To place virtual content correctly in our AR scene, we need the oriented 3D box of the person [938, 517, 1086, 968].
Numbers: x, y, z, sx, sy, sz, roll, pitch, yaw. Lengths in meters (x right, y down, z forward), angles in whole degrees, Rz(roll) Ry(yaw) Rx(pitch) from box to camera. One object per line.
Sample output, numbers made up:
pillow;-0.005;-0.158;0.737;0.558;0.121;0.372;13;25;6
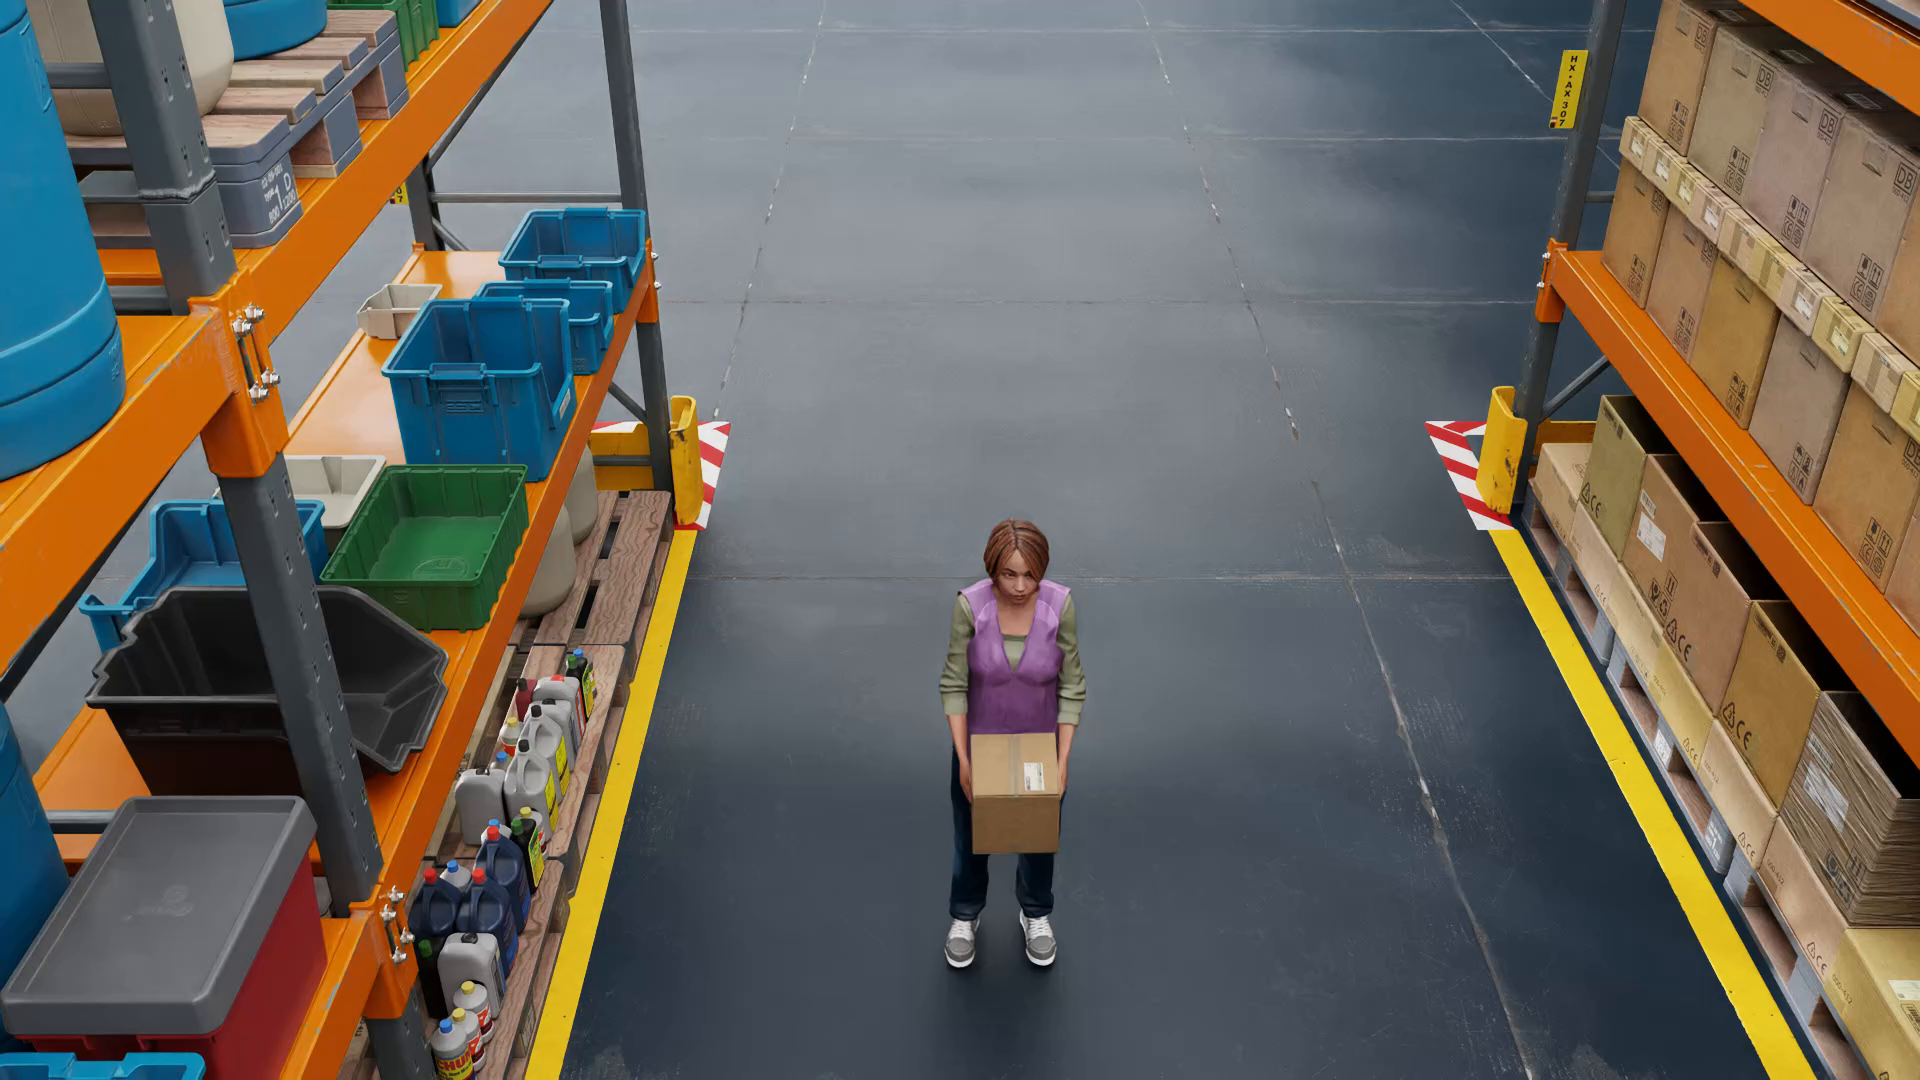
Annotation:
person;0.158;0.659;5.081;0.444;1.603;0.424;-1;32;-1
